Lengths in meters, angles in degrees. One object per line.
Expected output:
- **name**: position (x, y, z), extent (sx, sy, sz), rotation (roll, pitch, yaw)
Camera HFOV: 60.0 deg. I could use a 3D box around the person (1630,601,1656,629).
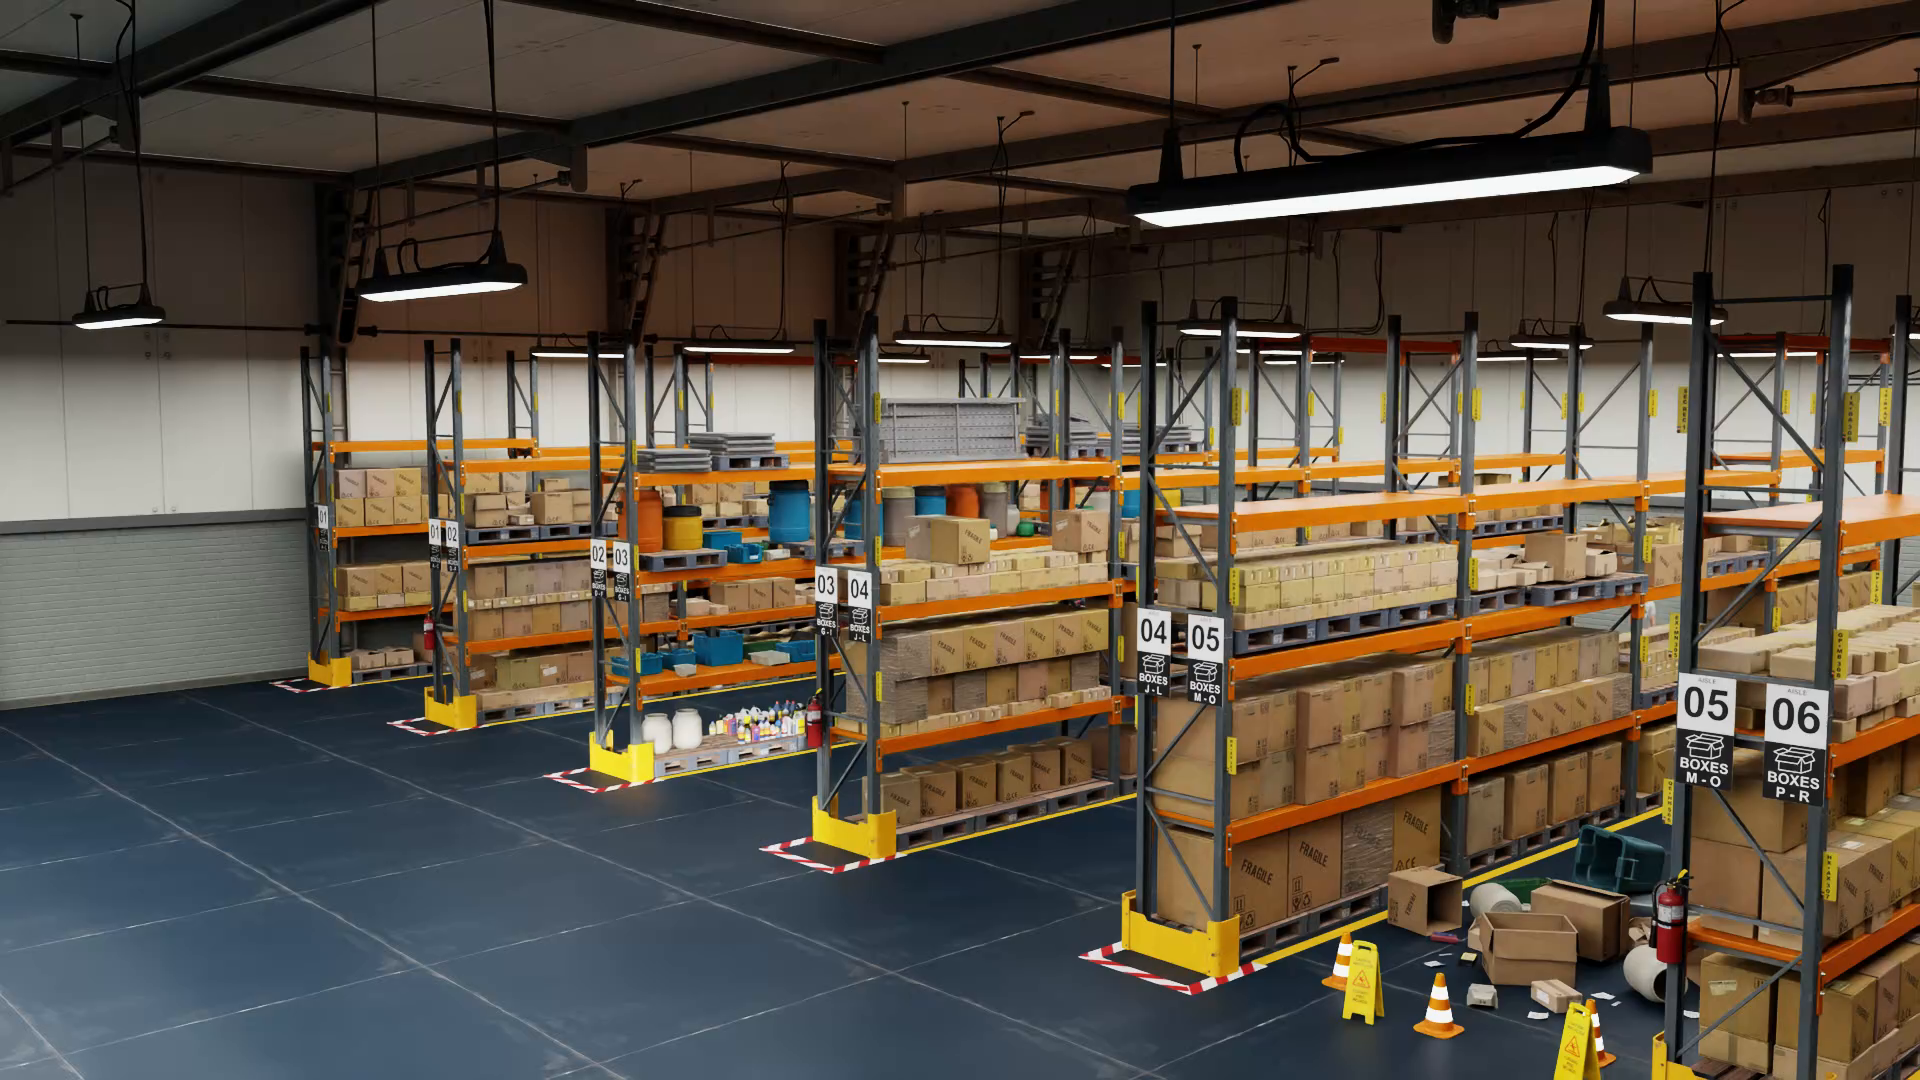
- **person**: position (12.528, 1.654, 30.520), extent (0.436, 1.603, 1.106), rotation (2, 5, 20)
